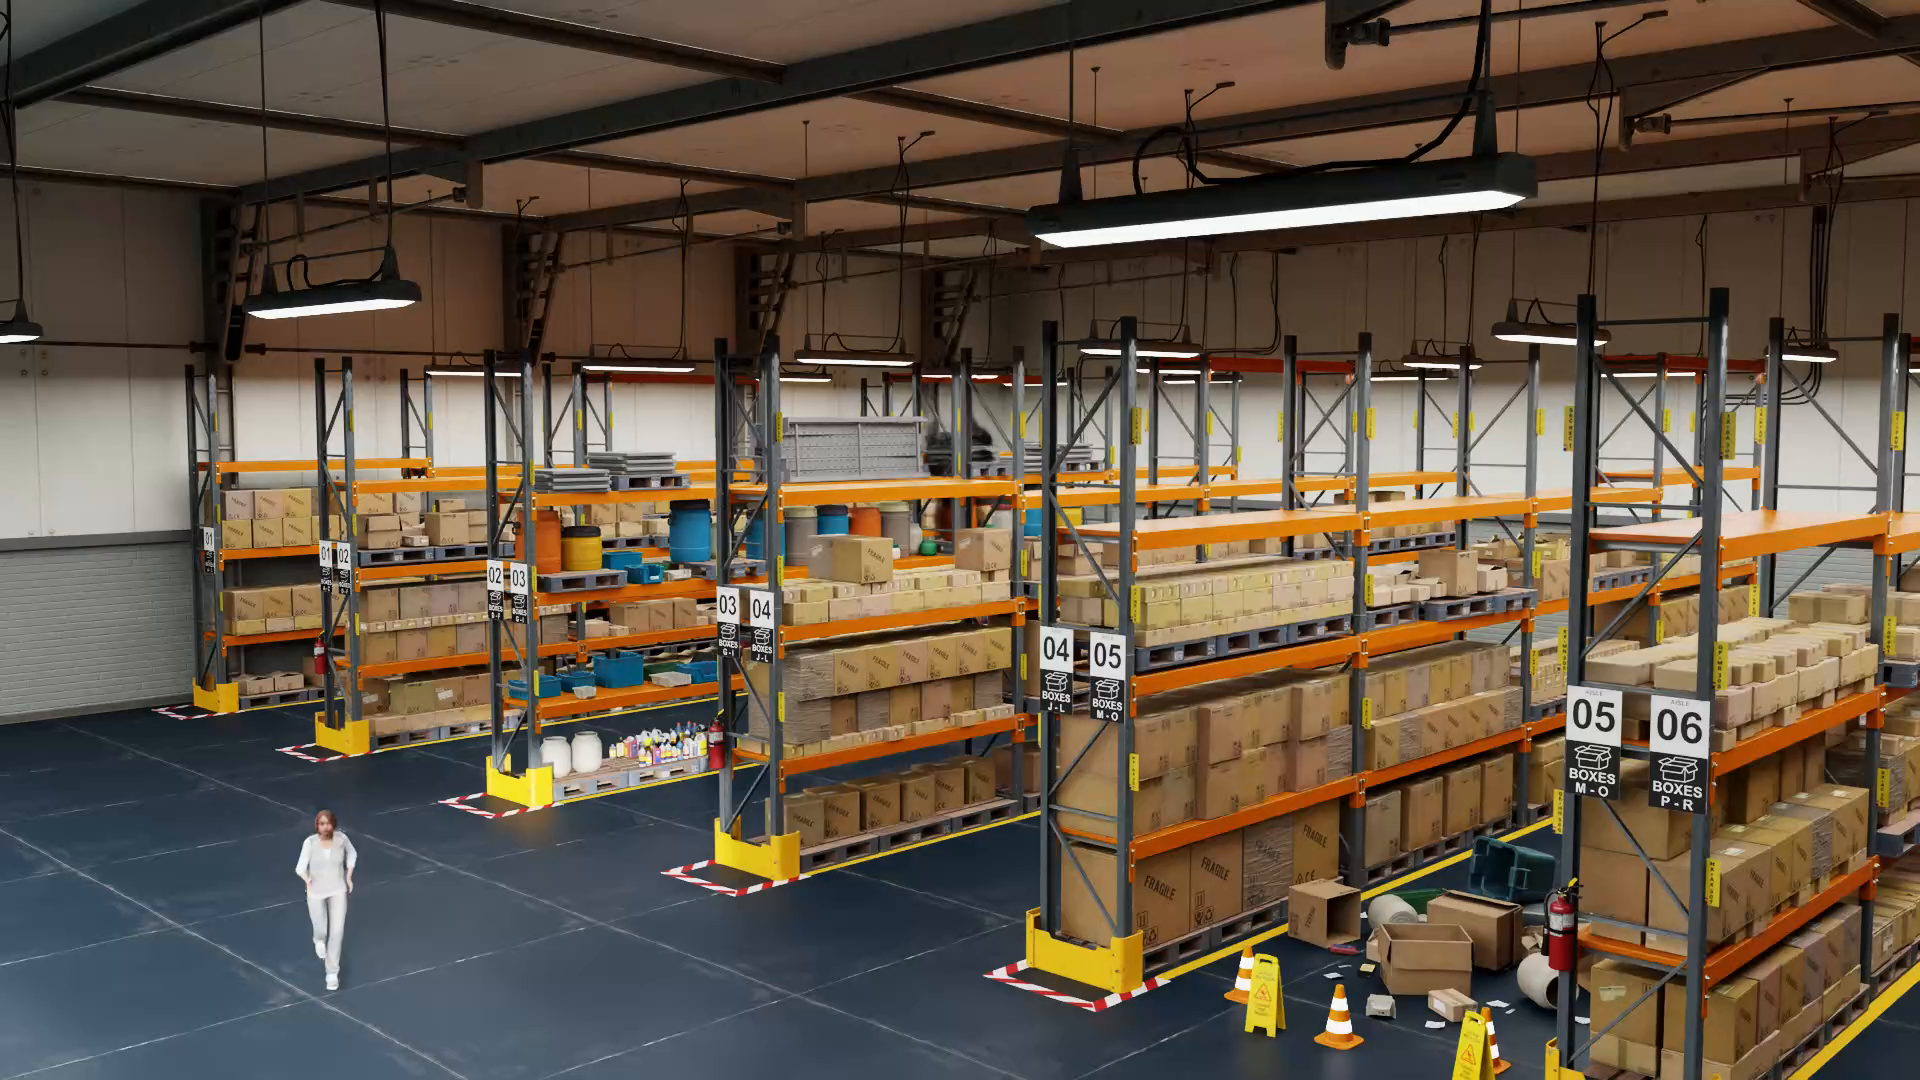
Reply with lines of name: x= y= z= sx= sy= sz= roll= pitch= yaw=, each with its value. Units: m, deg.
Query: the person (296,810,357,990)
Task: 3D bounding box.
person: x=-5.764 y=3.217 z=15.156 sx=0.525 sy=1.582 sz=0.786 roll=-2 pitch=5 yaw=-24

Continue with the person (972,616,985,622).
person: x=0.379 y=1.807 z=32.644 sx=0.597 sy=1.616 sz=0.920 roll=3 pitch=5 yaw=34
